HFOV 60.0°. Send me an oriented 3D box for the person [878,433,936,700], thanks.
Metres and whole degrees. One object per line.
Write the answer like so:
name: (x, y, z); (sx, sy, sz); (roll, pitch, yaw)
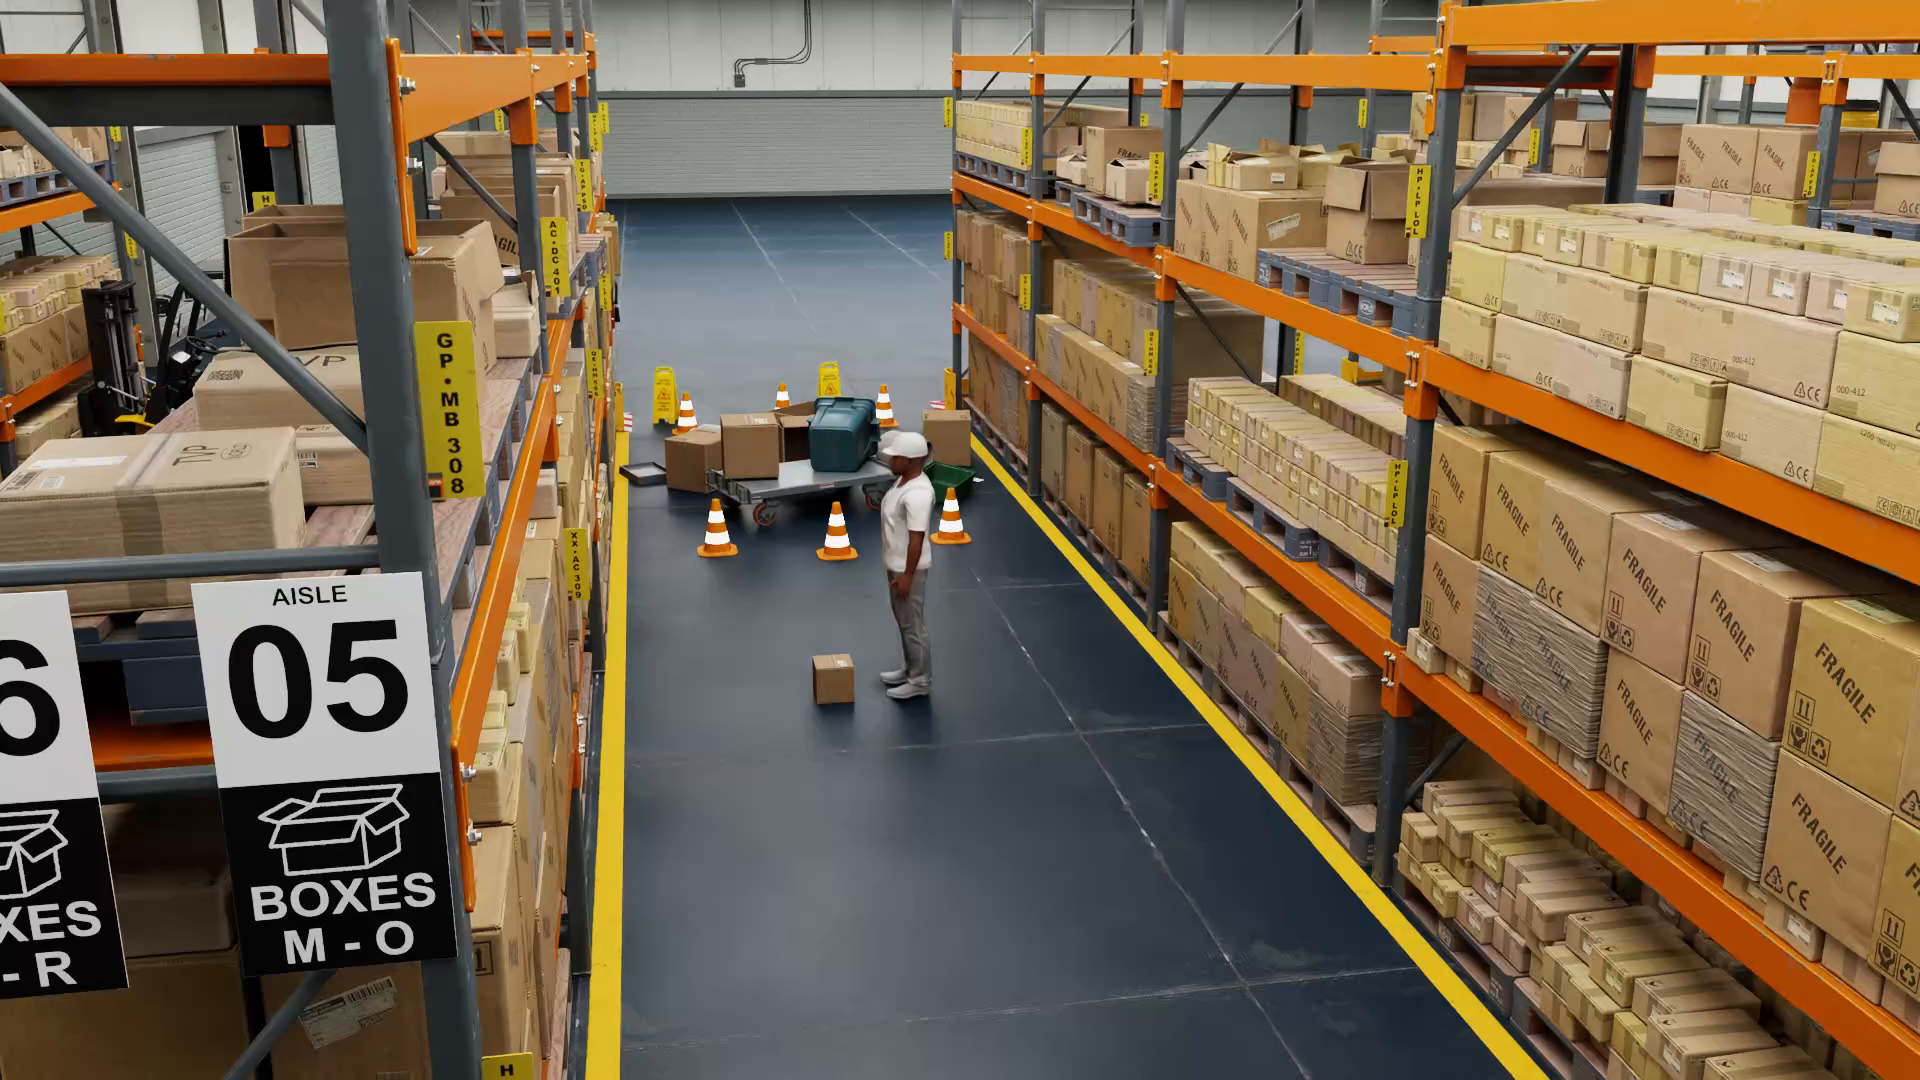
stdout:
person: (-0.349, 0.161, 10.907); (0.355, 1.766, 0.568); (-3, 16, -9)
